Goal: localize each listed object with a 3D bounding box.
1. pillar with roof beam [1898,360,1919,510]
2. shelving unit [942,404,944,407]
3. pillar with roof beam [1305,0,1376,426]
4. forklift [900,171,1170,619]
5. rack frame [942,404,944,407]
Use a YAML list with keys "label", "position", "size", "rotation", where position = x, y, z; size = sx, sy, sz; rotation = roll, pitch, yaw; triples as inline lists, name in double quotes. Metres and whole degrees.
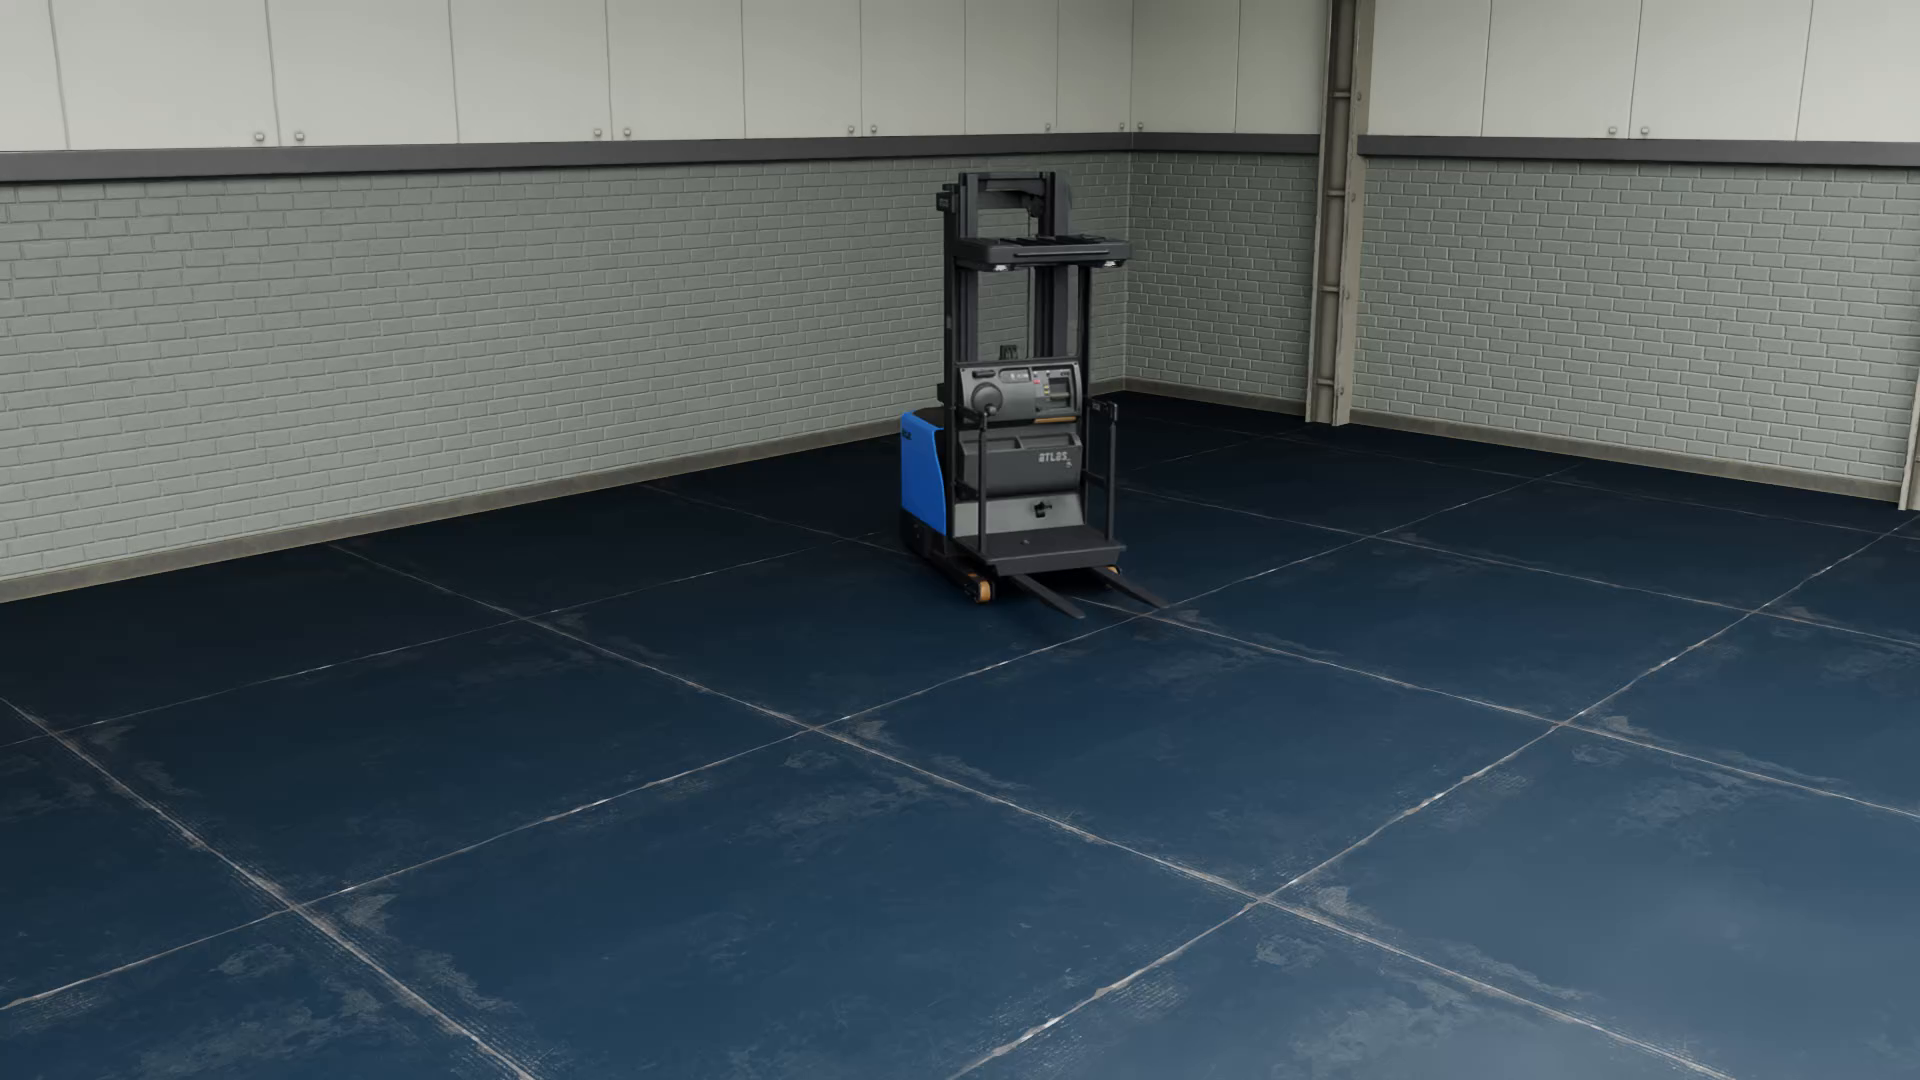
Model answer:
- label: "pillar with roof beam"
  position: [5.413, -3.833, 10.297]
  size: [0.400, 9.000, 9.100]
  rotation: [14, 20, 42]
- label: "shelving unit"
  position: [-0.011, -0.575, 13.556]
  size: [0.215, 1.050, 0.252]
  rotation: [-5, 16, -20]
- label: "pillar with roof beam"
  position: [1.094, -4.883, 14.327]
  size: [0.400, 9.000, 9.100]
  rotation: [14, 20, 42]
- label: "forklift"
  position: [0.520, -1.091, 11.808]
  size: [1.130, 2.935, 3.031]
  rotation: [-6, 16, -20]
- label: "rack frame"
  position: [-0.054, -0.604, 13.666]
  size: [0.200, 1.050, 0.008]
  rotation: [-5, 16, -20]
